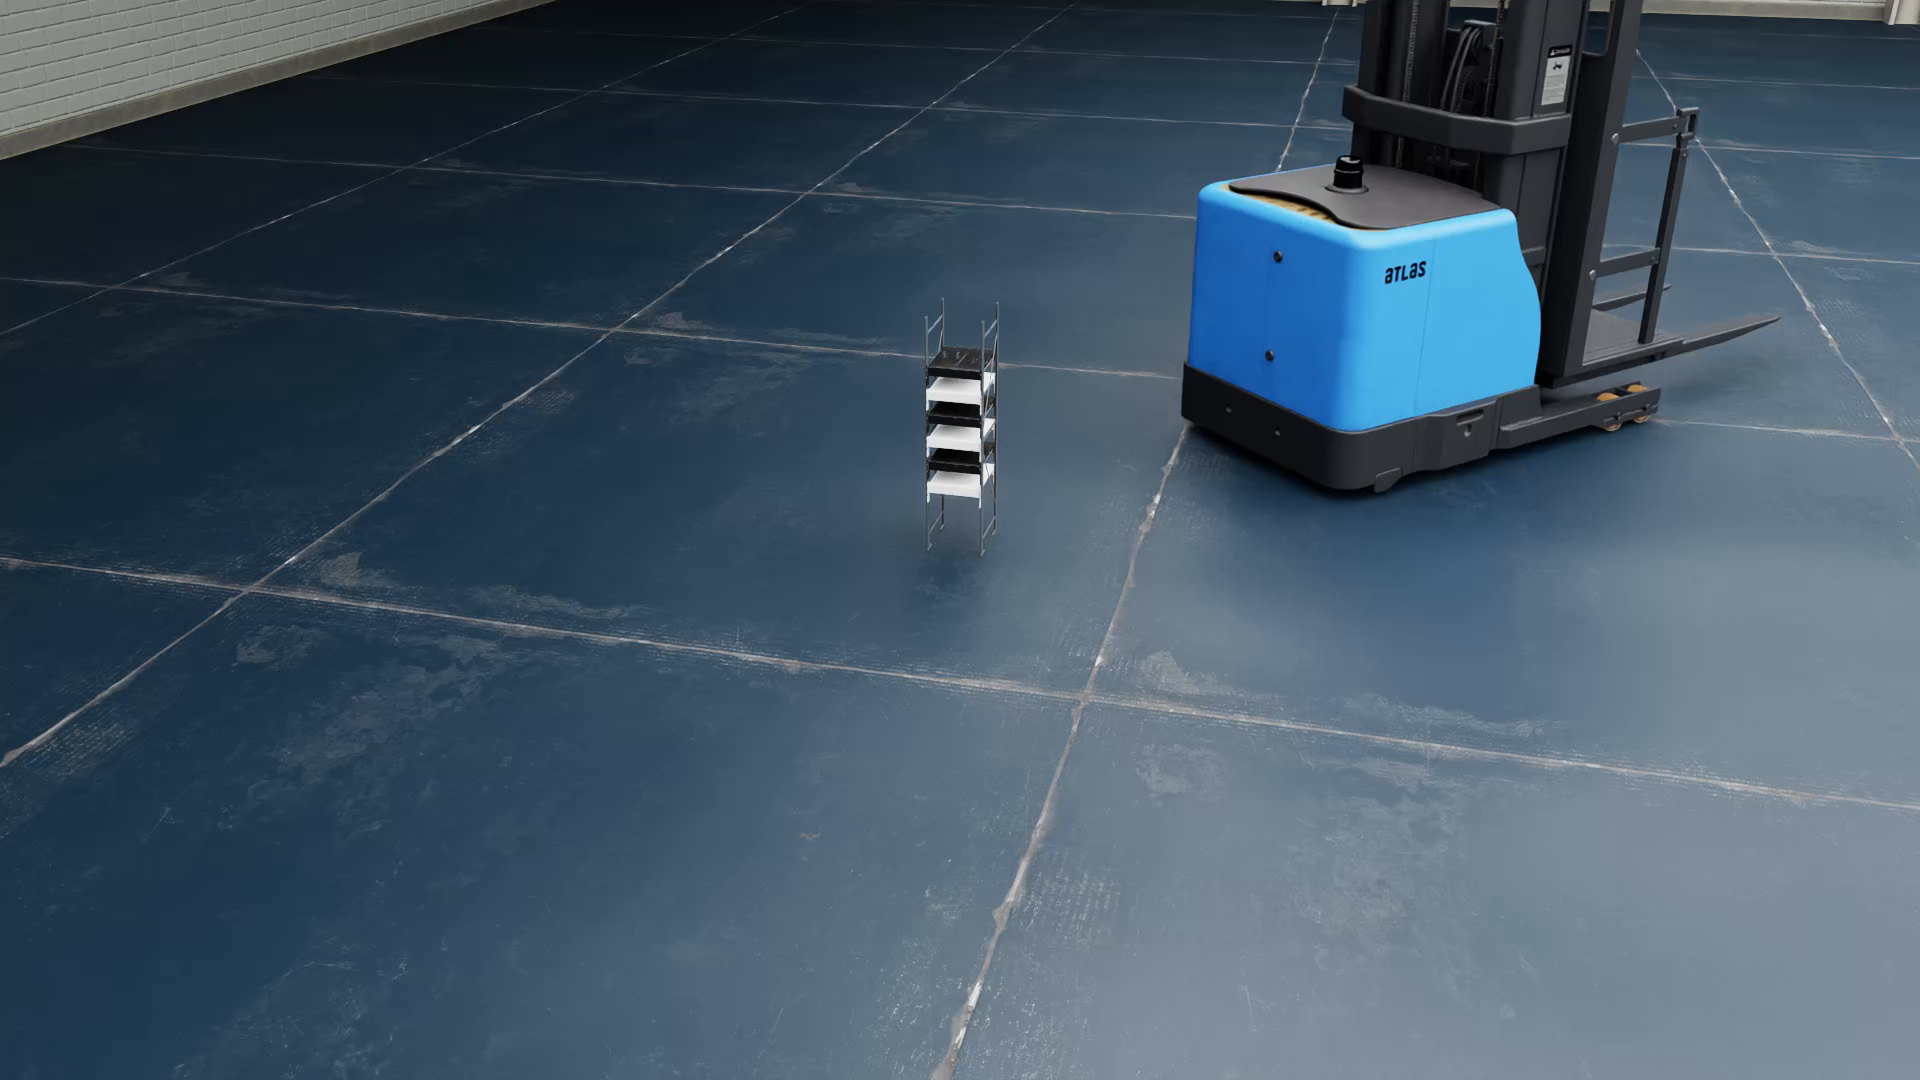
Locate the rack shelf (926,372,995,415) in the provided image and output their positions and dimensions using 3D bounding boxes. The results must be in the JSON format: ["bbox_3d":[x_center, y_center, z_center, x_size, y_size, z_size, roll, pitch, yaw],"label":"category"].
[{"bbox_3d":[0.008,-0.538,5.992,0.200,0.077,0.258,6,26,13],"label":"rack shelf"}]

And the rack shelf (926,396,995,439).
[{"bbox_3d":[0.008,-0.457,6.030,0.200,0.077,0.258,6,26,13],"label":"rack shelf"}]

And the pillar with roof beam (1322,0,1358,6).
[{"bbox_3d":[3.348,-8.510,13.656,0.400,9.000,9.100,6,26,13],"label":"pillar with roof beam"}]

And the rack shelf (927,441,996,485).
[{"bbox_3d":[0.008,-0.294,6.108,0.200,0.077,0.258,6,26,13],"label":"rack shelf"}]

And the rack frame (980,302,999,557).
[{"bbox_3d":[0.106,-0.395,6.032,0.006,0.900,0.240,6,26,13],"label":"rack frame"}]

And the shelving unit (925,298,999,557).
[{"bbox_3d":[0.008,-0.405,6.055,0.210,0.900,0.258,6,26,13],"label":"shelving unit"}]

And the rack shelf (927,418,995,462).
[{"bbox_3d":[0.008,-0.375,6.069,0.200,0.077,0.258,6,26,13],"label":"rack shelf"}]

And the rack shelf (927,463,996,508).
[{"bbox_3d":[0.008,-0.213,6.146,0.200,0.077,0.258,6,26,13],"label":"rack shelf"}]

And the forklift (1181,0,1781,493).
[{"bbox_3d":[2.483,-1.972,6.982,3.031,2.935,1.130,-15,29,-29],"label":"forklift"}]

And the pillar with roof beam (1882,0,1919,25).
[{"bbox_3d":[9.159,-7.868,12.307,0.400,9.000,9.100,6,26,13],"label":"pillar with roof beam"}]

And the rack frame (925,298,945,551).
[{"bbox_3d":[-0.091,-0.416,6.078,0.006,0.900,0.240,6,26,13],"label":"rack frame"}]

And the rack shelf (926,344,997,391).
[{"bbox_3d":[0.008,-0.619,5.953,0.200,0.077,0.258,6,26,13],"label":"rack shelf"}]
